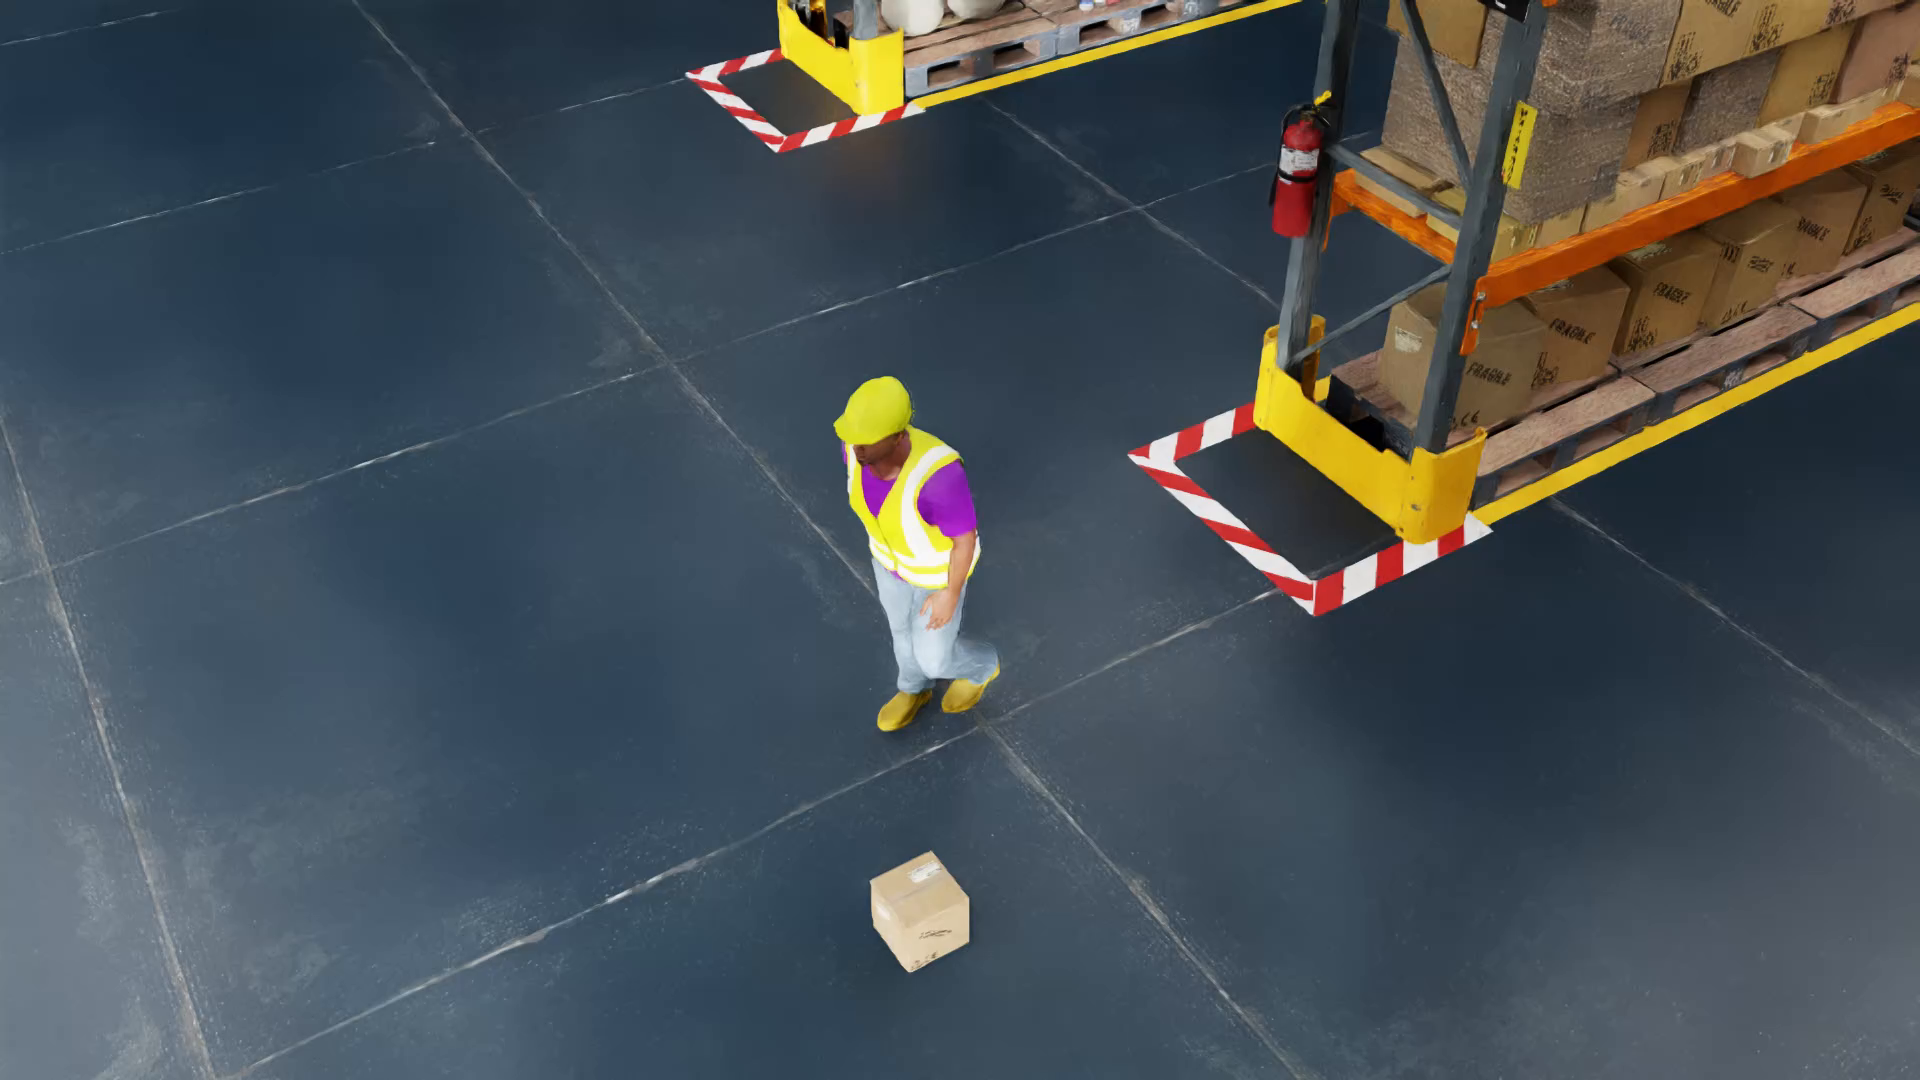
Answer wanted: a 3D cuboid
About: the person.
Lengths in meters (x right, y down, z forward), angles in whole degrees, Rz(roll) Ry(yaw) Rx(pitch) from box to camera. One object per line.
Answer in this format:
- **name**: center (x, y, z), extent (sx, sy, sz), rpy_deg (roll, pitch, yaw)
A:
- **person**: center (-0.155, 0.068, 6.070), extent (0.577, 1.739, 0.679), rpy_deg (28, 48, 29)
